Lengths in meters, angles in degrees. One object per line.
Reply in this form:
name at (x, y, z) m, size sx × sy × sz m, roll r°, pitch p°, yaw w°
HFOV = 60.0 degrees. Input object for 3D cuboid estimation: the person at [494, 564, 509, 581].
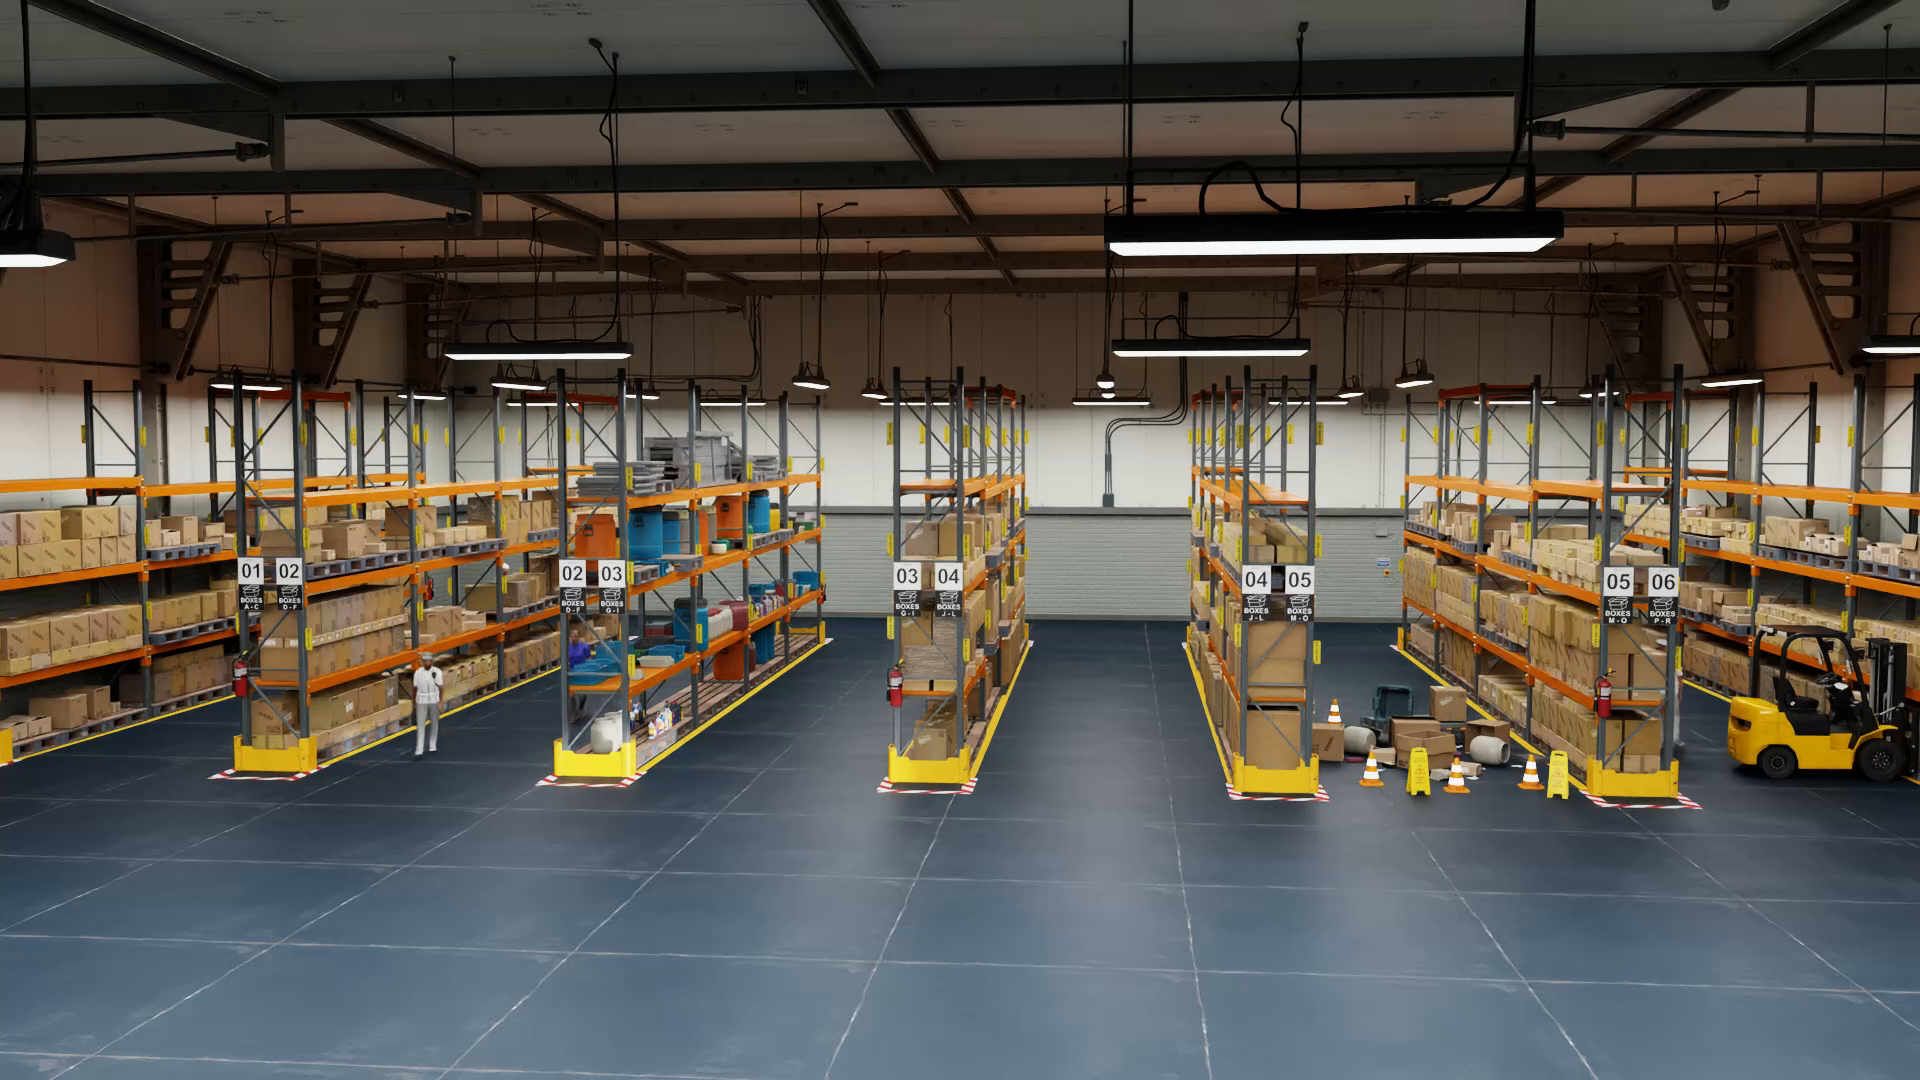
person at (-11.788, 1.469, 42.944) m, size 0.529 × 1.721 × 1.084 m, roll 0°, pitch 4°, yaw 2°

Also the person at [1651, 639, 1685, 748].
person at (11.313, 2.472, 26.663) m, size 0.573 × 1.757 × 0.565 m, roll 0°, pitch 4°, yaw 4°

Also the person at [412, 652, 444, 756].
person at (-8.321, 2.550, 25.989) m, size 0.498 × 1.624 × 1.038 m, roll -1°, pitch 4°, yaw -23°

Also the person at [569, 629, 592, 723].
person at (-6.750, 2.427, 29.320) m, size 0.539 × 1.535 × 0.534 m, roll 0°, pitch 4°, yaw -5°
